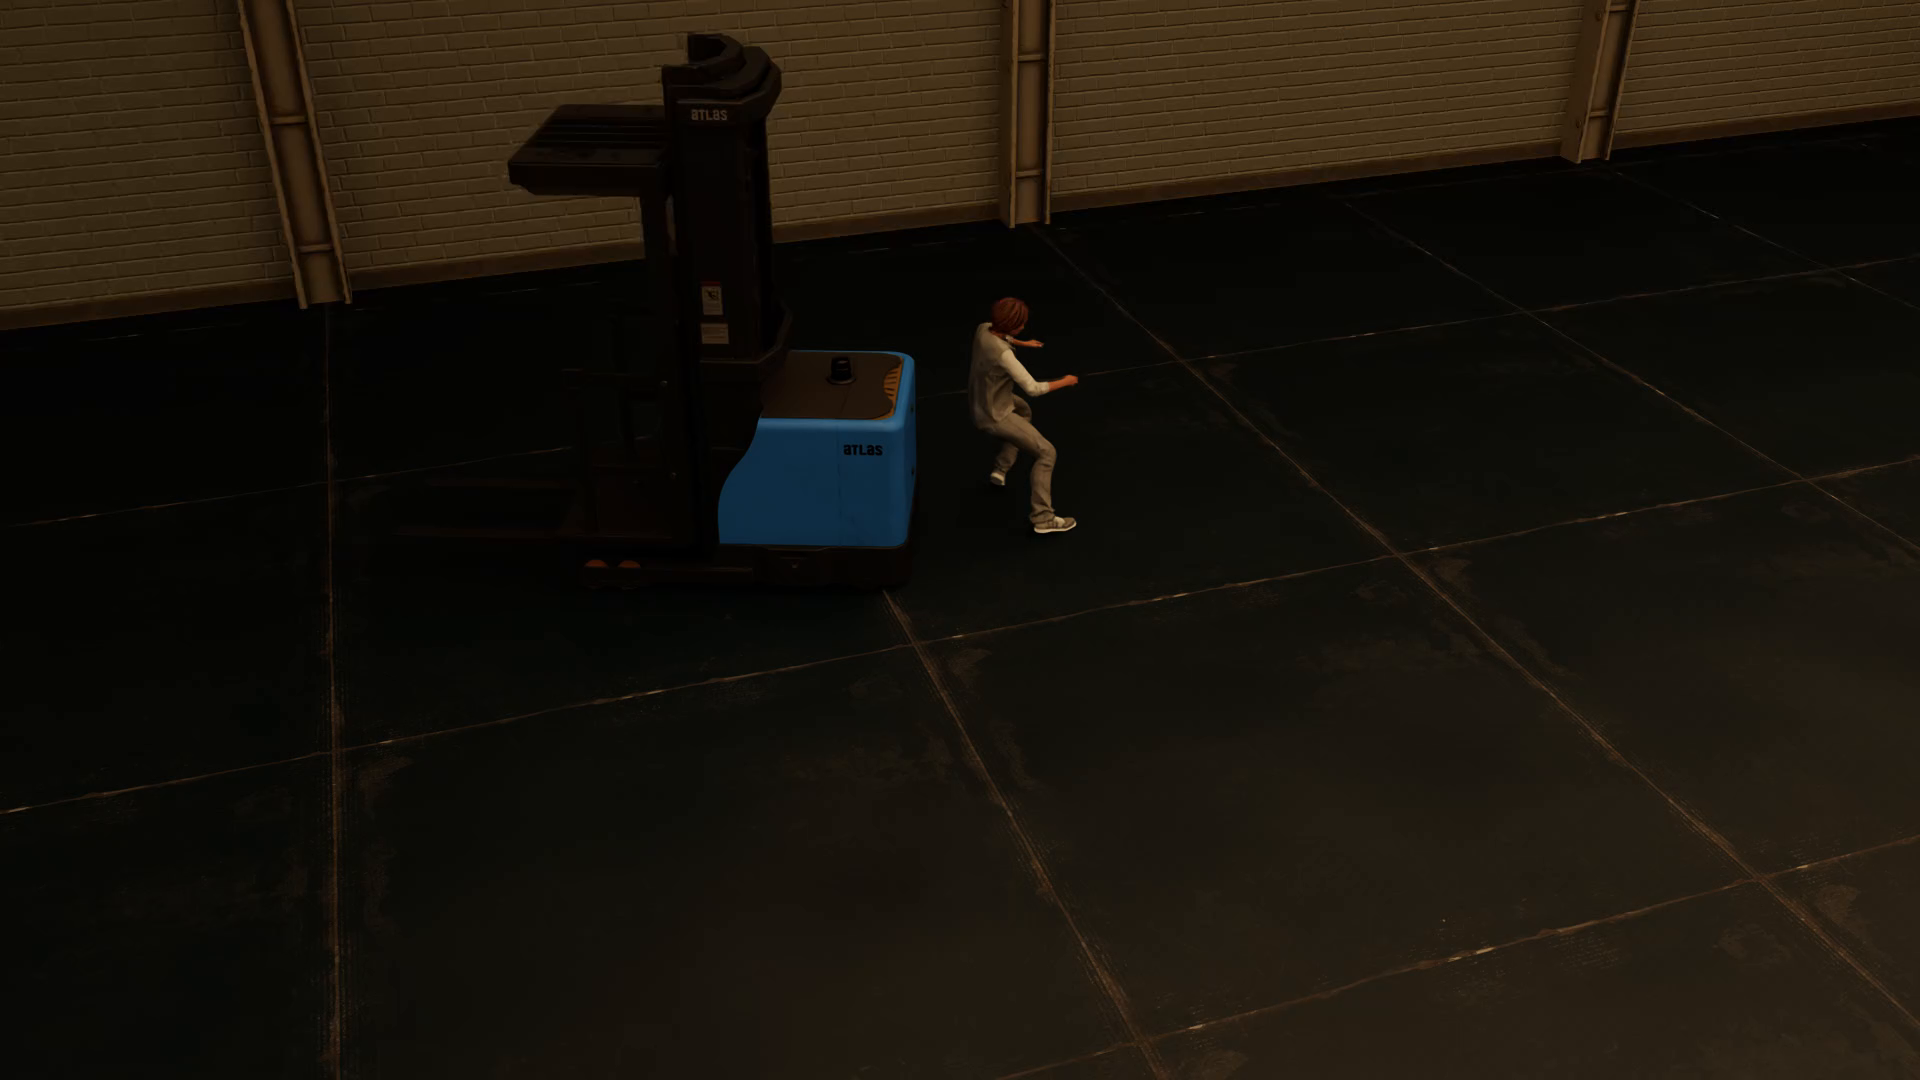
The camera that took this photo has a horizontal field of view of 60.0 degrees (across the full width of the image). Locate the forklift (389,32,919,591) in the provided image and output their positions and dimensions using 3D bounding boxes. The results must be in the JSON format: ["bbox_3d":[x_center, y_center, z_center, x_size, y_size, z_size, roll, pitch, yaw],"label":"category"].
[{"bbox_3d":[-1.785,-1.246,9.252,3.031,2.935,1.130,1,30,2],"label":"forklift"}]

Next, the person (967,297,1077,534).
[{"bbox_3d":[0.378,-0.835,10.062,0.642,1.401,0.832,-6,30,-10],"label":"person"}]
